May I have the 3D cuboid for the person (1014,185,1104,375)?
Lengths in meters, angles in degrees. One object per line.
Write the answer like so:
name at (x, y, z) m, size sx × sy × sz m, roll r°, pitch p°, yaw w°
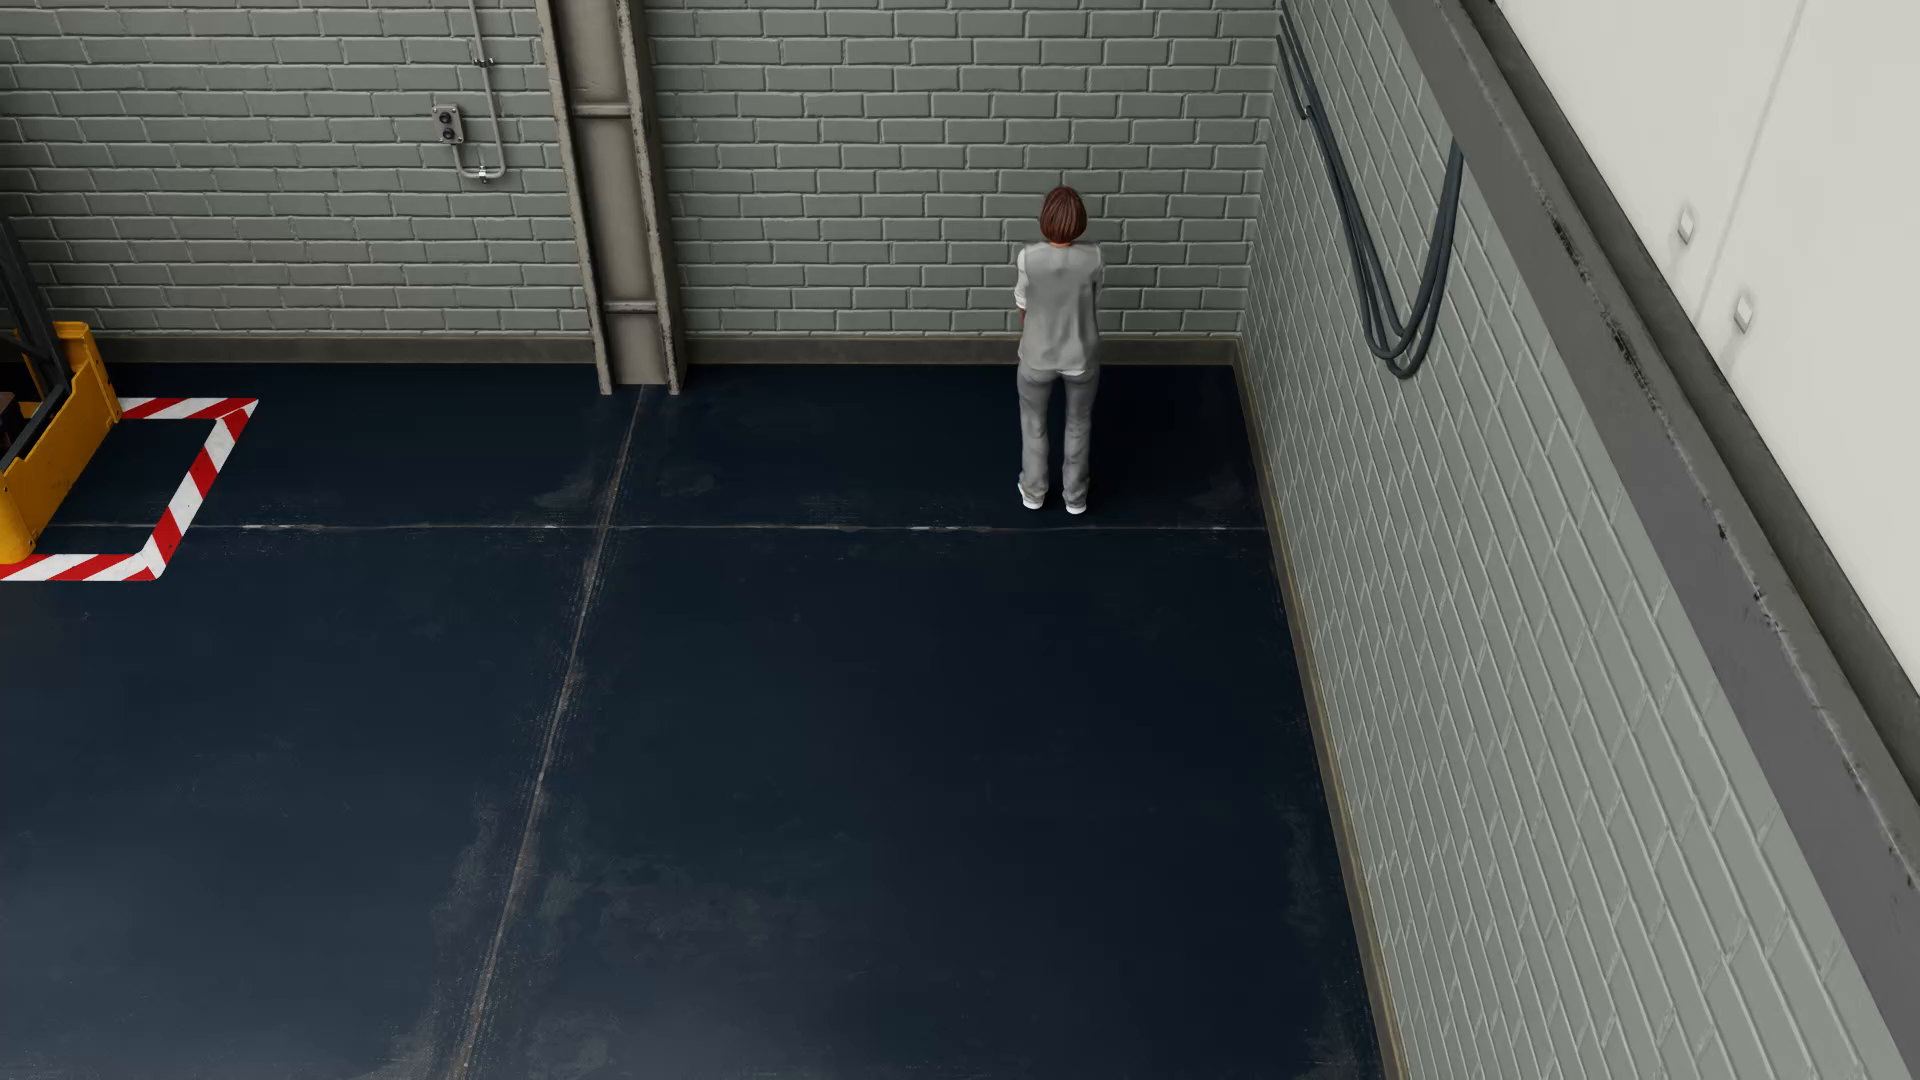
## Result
person at (0.416, -1.144, 6.901) m, size 0.375 × 0.797 × 0.492 m, roll 0°, pitch 40°, yaw 0°
